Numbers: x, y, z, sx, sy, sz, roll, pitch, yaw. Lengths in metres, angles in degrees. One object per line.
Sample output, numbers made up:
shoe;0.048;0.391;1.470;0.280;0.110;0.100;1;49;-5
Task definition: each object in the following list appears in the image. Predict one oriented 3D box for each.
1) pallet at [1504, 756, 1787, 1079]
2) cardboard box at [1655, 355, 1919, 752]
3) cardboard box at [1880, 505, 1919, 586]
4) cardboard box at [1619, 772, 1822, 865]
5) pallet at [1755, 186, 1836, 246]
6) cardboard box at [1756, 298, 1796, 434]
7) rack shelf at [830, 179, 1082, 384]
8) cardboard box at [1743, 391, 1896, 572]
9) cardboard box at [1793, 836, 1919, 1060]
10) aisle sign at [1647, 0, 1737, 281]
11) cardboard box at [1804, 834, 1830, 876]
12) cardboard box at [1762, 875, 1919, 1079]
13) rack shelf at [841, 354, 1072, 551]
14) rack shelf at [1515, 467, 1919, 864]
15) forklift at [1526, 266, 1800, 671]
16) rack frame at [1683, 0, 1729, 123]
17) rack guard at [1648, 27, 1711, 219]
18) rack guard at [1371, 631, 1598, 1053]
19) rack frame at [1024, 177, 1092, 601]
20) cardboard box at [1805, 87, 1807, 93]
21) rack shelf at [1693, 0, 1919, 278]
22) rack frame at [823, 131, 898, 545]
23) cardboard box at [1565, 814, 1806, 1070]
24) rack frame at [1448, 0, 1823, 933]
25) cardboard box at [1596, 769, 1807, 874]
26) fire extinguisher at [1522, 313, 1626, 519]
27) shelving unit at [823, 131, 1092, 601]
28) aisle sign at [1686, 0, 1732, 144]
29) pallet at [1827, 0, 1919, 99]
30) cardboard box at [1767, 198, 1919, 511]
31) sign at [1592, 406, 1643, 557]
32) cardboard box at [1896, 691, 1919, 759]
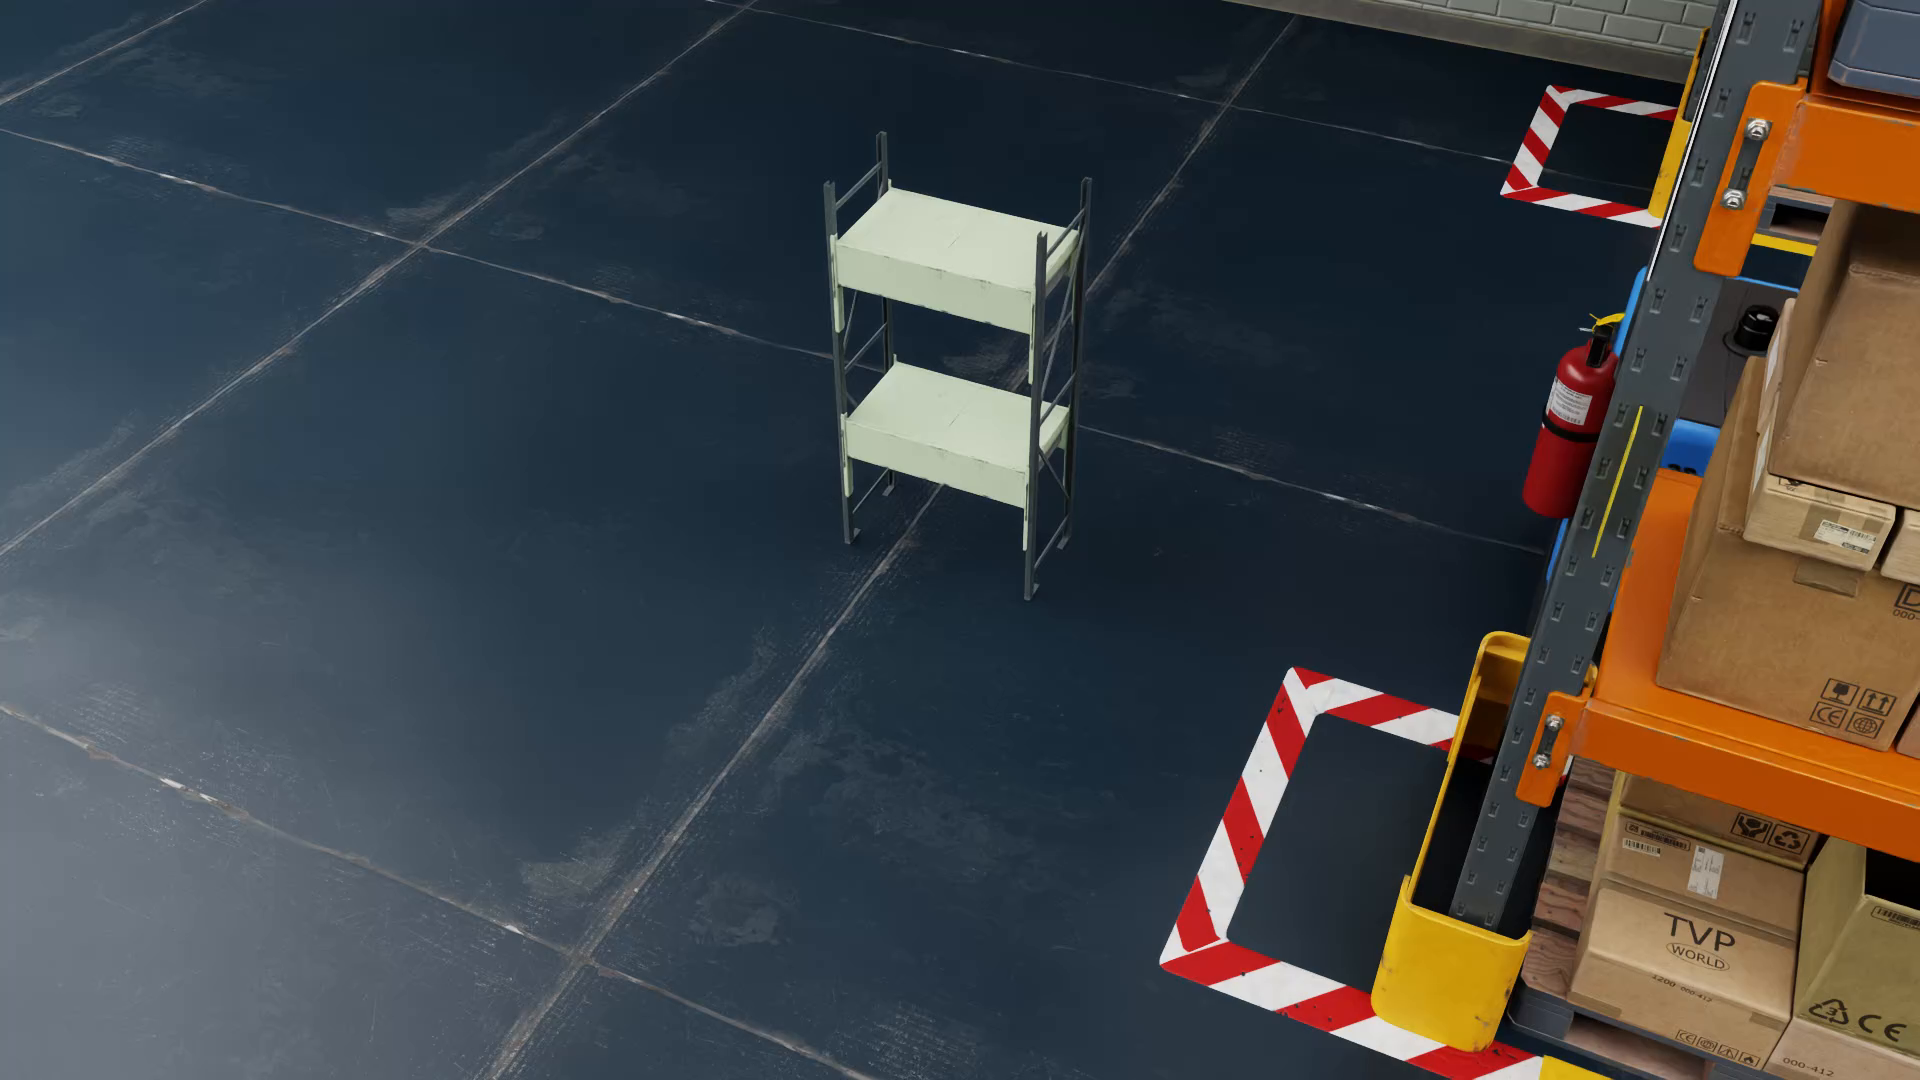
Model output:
pallet;2.282;1.155;4.756;1.213;0.211;1.003;17;44;19
cardboard box;1.989;0.014;3.868;0.500;0.500;0.700;17;44;19
cardboard box;2.076;-0.060;3.458;0.250;0.149;0.380;16;43;18
cardboard box;2.183;0.483;4.608;0.500;0.500;0.500;17;44;19
pallet;4.453;-1.706;8.057;1.213;0.211;1.003;17;44;19
cardboard box;1.998;-0.376;3.822;0.250;0.149;0.380;16;44;18
rack shelf;-0.006;-0.863;5.505;0.720;0.370;0.431;17;44;19
cardboard box;1.836;-0.132;3.540;0.250;0.149;0.380;17;44;18
cardboard box;2.417;0.929;4.094;0.500;0.500;0.500;17;44;19
aisle sign;1.382;-0.904;3.018;0.004;0.787;0.394;17;44;19
cardboard box;2.640;0.899;4.701;0.500;0.250;0.500;17;44;19
cardboard box;2.418;1.212;4.341;0.500;0.250;0.500;17;44;19
rack shelf;-0.006;-0.322;5.974;0.720;0.370;0.431;17;44;19
rack shelf;3.384;0.740;3.655;4.000;0.370;1.077;17;44;19
forklift;3.524;-0.584;4.686;3.031;2.935;1.130;17;44;18
rack frame;3.662;-3.027;7.452;0.127;3.000;1.000;17;44;19
rack guard;3.731;-2.061;8.246;0.348;0.500;1.175;17;44;19
rack guard;1.550;0.853;4.885;0.348;0.500;1.175;17;44;19
rack frame;0.326;-0.467;5.644;0.023;1.500;0.400;17;44;19
cardboard box;4.251;-1.932;7.906;0.500;0.311;0.500;12;42;14
rack shelf;3.384;-0.393;2.673;4.000;0.370;1.077;17;44;19
rack frame;-0.338;-0.670;5.878;0.023;1.500;0.400;17;44;19
cardboard box;1.963;1.075;4.498;0.500;0.250;0.500;17;44;19
rack frame;1.571;-0.085;4.058;0.127;3.000;1.000;17;44;19
cardboard box;2.182;0.768;4.852;0.500;0.250;0.500;17;44;19
fire extinguisher;1.661;-0.365;4.440;0.183;0.674;0.296;17;44;19
shelving unit;-0.006;-0.569;5.761;0.755;1.500;0.431;17;44;19
aisle sign;1.636;-1.260;3.429;0.004;0.787;0.394;17;44;19
pallet;2.201;-0.974;2.861;1.213;0.211;1.003;17;44;19
cardboard box;2.037;-0.462;3.426;0.500;0.500;0.700;17;44;19
sign;1.331;-0.115;3.371;0.005;0.325;0.100;17;44;19
cardboard box;2.467;0.156;3.703;0.500;0.500;0.700;18;44;20
